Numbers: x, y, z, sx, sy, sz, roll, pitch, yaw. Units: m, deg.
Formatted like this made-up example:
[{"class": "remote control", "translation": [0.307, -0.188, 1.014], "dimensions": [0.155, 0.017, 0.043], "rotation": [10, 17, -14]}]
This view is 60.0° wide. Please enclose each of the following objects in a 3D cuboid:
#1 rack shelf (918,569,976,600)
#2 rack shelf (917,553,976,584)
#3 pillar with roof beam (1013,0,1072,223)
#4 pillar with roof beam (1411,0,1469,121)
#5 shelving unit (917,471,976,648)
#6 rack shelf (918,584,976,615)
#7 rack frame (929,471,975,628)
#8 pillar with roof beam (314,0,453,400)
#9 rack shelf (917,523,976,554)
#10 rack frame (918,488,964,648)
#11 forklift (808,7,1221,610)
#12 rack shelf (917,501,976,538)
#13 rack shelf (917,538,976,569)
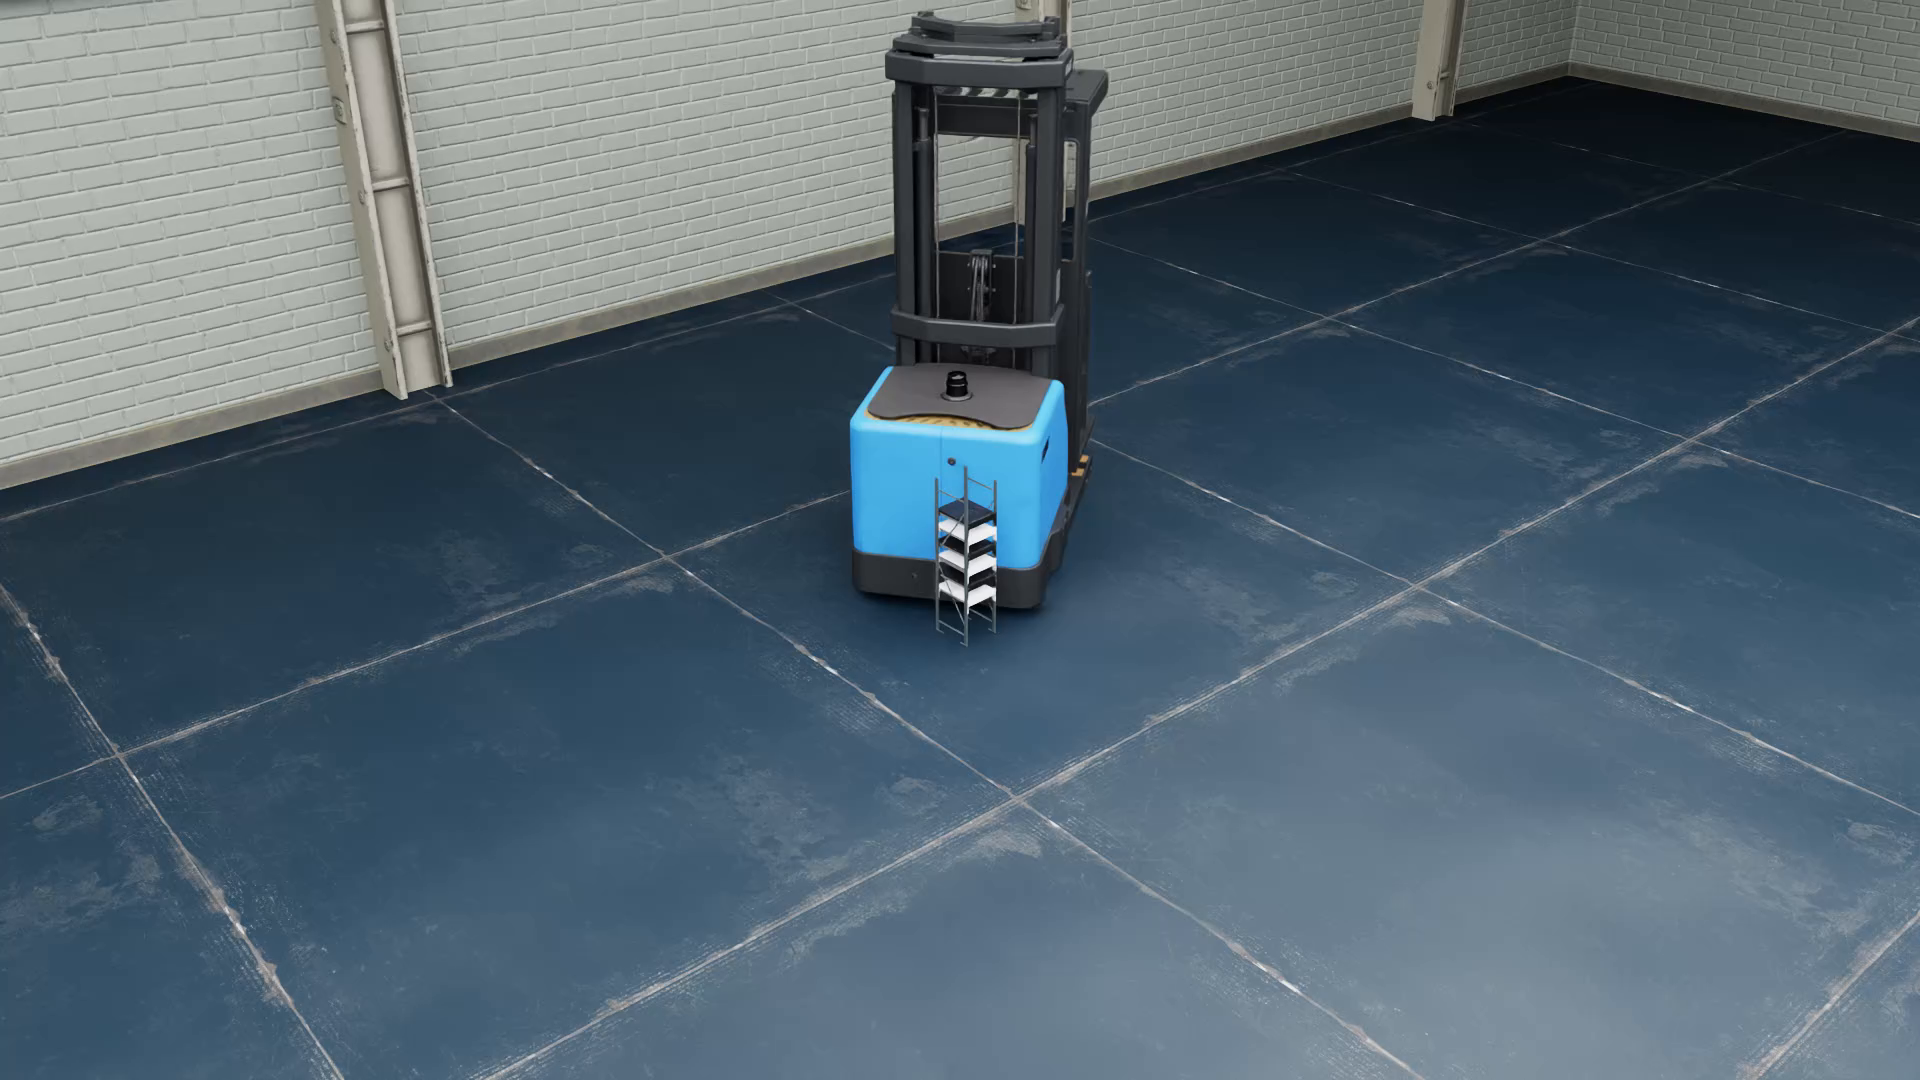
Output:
[{"class": "rack shelf", "translation": [-0.069, 0.213, 8.659], "dimensions": [0.258, 0.077, 0.200], "rotation": [8, 29, 14]}, {"class": "rack shelf", "translation": [-0.069, 0.133, 8.616], "dimensions": [0.258, 0.077, 0.200], "rotation": [8, 29, 14]}, {"class": "pillar with roof beam", "translation": [3.515, -5.352, 10.217], "dimensions": [0.400, 9.000, 9.100], "rotation": [-22, 35, -35]}, {"class": "pillar with roof beam", "translation": [8.080, -7.187, 13.651], "dimensions": [0.400, 9.000, 9.100], "rotation": [-22, 35, -35]}, {"class": "shelving unit", "translation": [-0.069, 0.104, 8.601], "dimensions": [0.258, 0.900, 0.210], "rotation": [8, 29, 14]}, {"class": "rack shelf", "translation": [-0.069, 0.292, 8.701], "dimensions": [0.258, 0.077, 0.200], "rotation": [8, 29, 14]}, {"class": "rack frame", "translation": [-0.041, 0.058, 8.687], "dimensions": [0.240, 0.900, 0.006], "rotation": [8, 29, 14]}, {"class": "pillar with roof beam", "translation": [-1.049, -3.516, 6.782], "dimensions": [0.400, 9.000, 9.100], "rotation": [-22, 35, -35]}, {"class": "rack shelf", "translation": [-0.069, -0.025, 8.531], "dimensions": [0.258, 0.077, 0.200], "rotation": [8, 29, 14]}, {"class": "rack frame", "translation": [-0.096, 0.150, 8.514], "dimensions": [0.240, 0.900, 0.006], "rotation": [8, 29, 14]}, {"class": "forklift", "translation": [0.492, -1.538, 9.519], "dimensions": [1.130, 2.935, 3.031], "rotation": [21, 35, 34]}, {"class": "rack shelf", "translation": [-0.069, -0.105, 8.489], "dimensions": [0.258, 0.077, 0.200], "rotation": [8, 29, 14]}, {"class": "rack shelf", "translation": [-0.069, 0.054, 8.574], "dimensions": [0.258, 0.077, 0.200], "rotation": [8, 29, 14]}]
